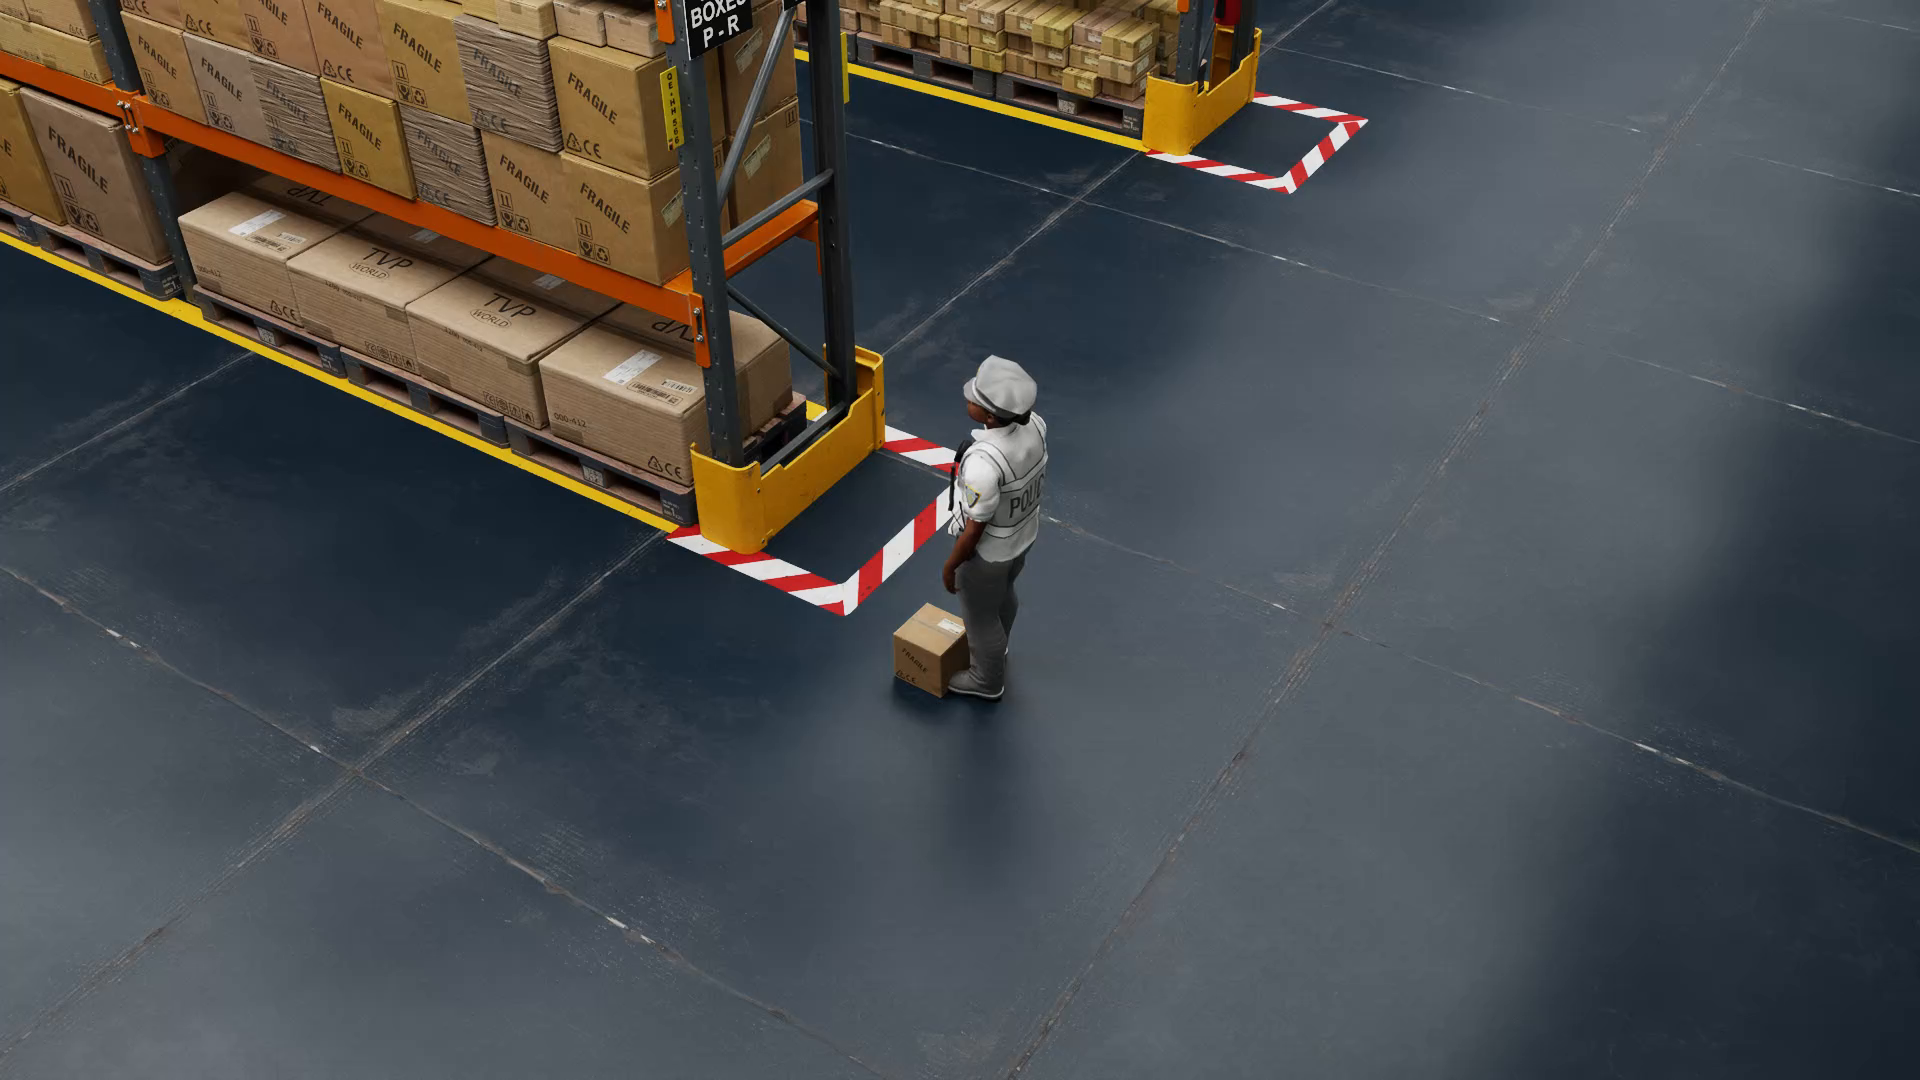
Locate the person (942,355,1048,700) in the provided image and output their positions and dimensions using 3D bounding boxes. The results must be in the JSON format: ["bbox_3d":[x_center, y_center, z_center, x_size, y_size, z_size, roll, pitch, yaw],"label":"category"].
[{"bbox_3d":[0.078,-0.042,6.691,0.530,1.695,0.569,22,43,25],"label":"person"}]
